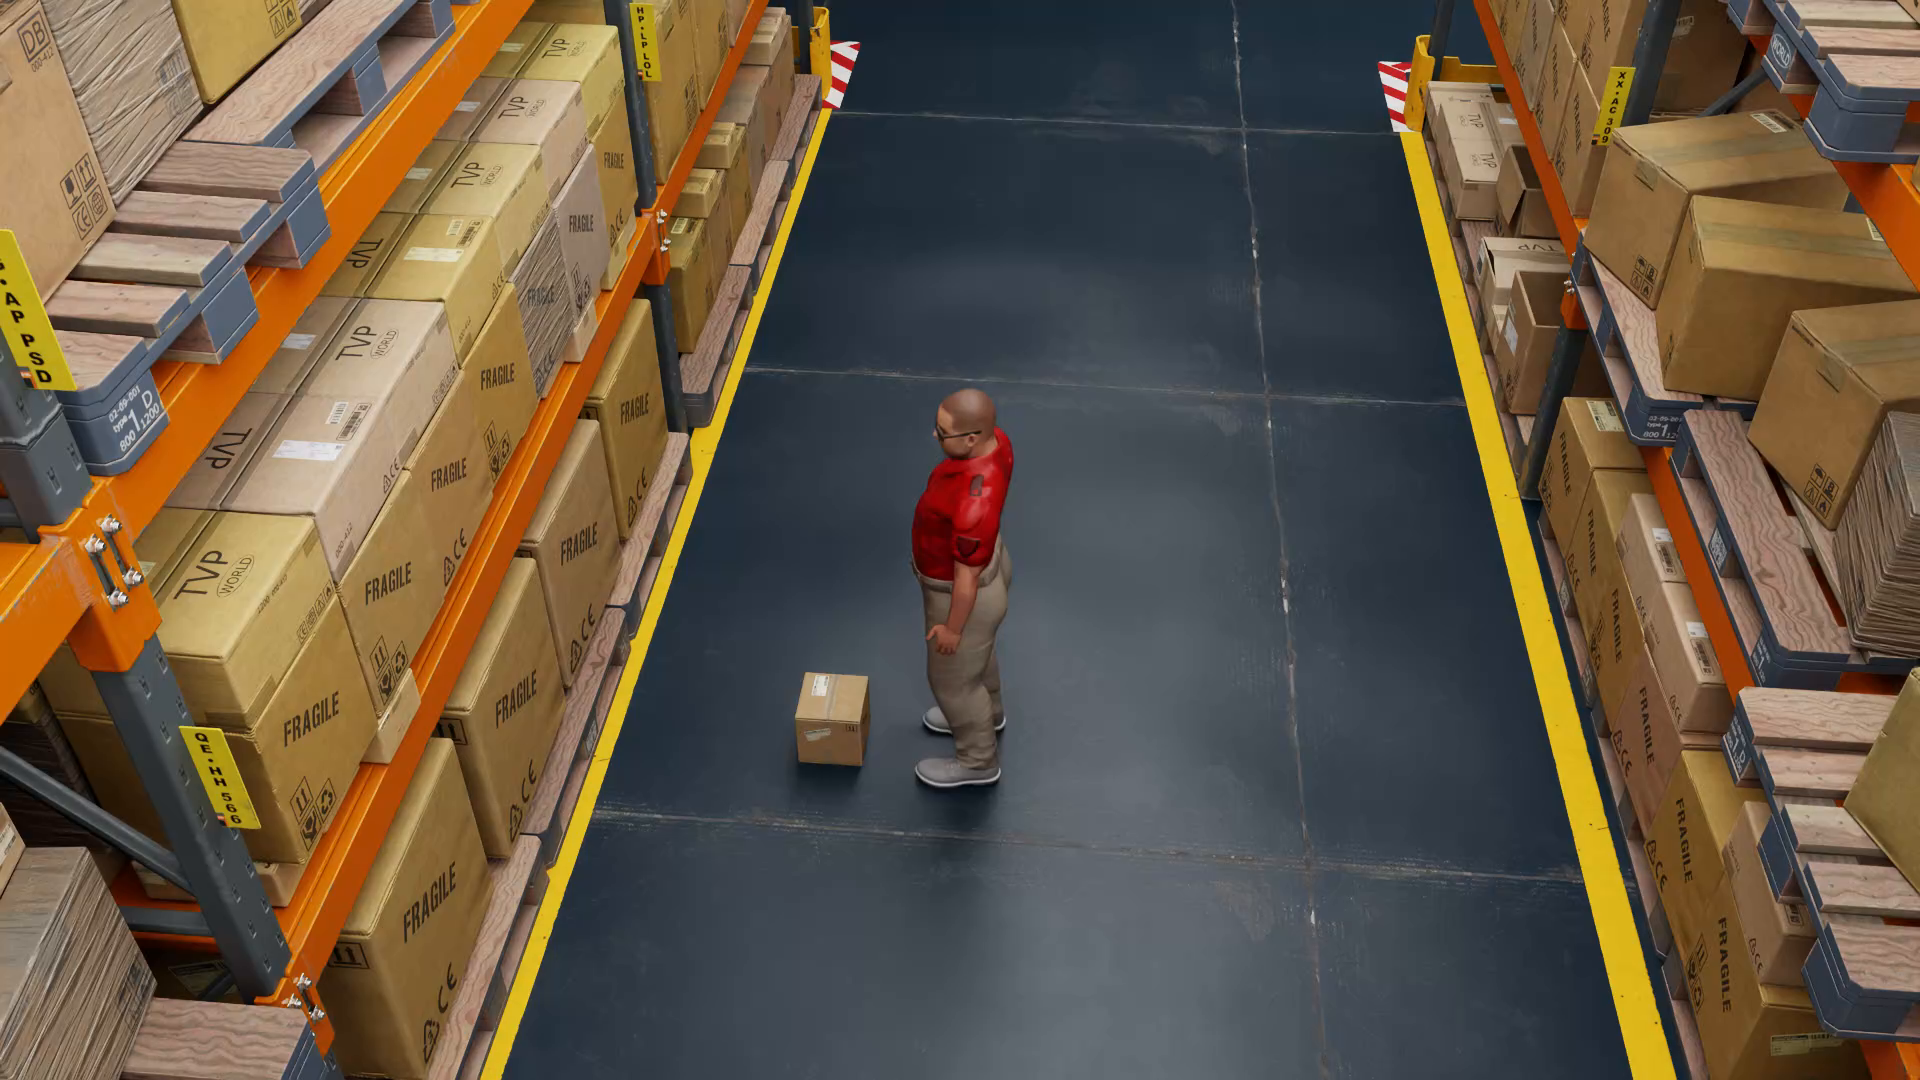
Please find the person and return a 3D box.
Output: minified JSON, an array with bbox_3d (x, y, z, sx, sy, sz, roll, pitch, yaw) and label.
[{"bbox_3d":[-0.001,0.178,5.963,0.360,1.722,0.528,4,40,5],"label":"person"}]
